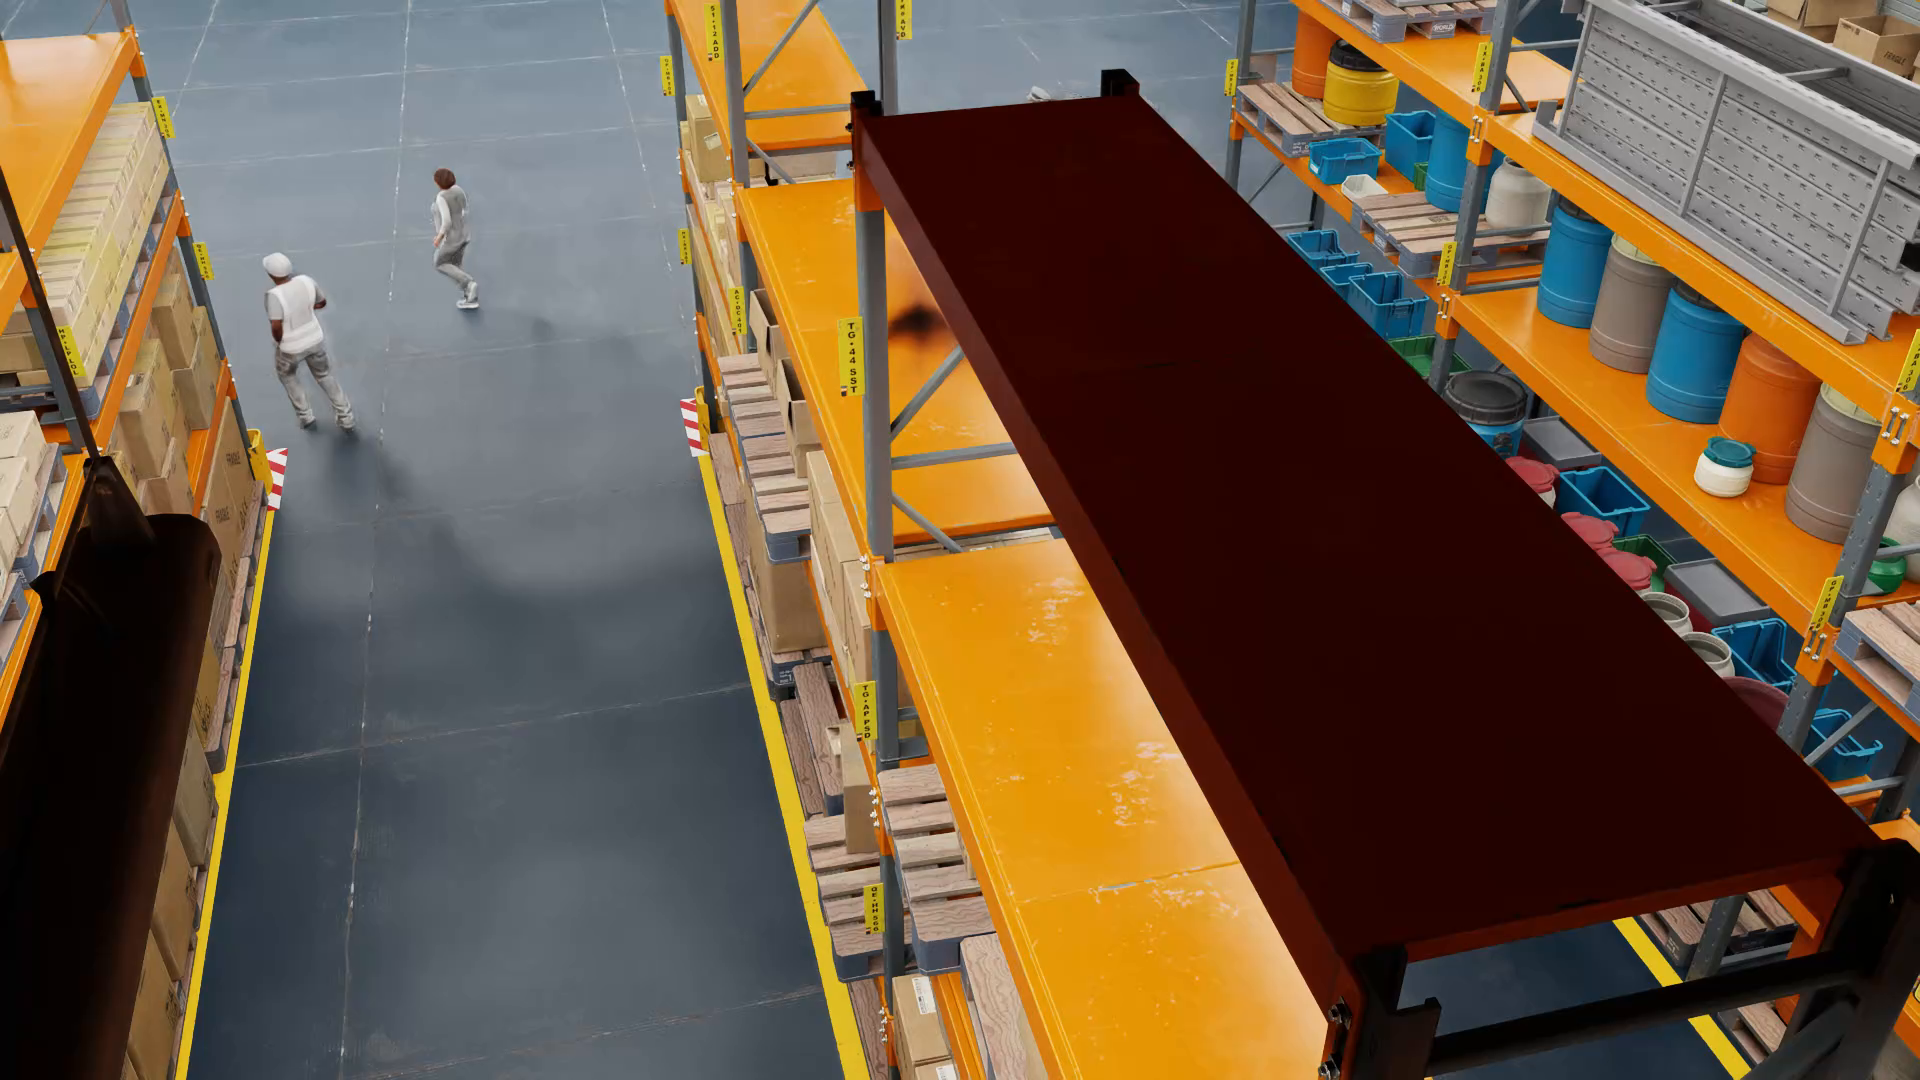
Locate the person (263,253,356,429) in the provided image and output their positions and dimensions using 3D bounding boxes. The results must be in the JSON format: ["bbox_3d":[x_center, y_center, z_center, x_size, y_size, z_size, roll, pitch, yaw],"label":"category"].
[{"bbox_3d":[-5.976,-1.762,15.104,0.697,1.845,0.661,25,41,31],"label":"person"}]

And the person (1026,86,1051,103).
[{"bbox_3d":[0.861,-4.316,18.861,0.941,1.683,0.576,5,35,7],"label":"person"}]

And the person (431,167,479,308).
[{"bbox_3d":[-5.281,-3.133,17.303,0.542,1.560,0.535,13,37,19],"label":"person"}]
